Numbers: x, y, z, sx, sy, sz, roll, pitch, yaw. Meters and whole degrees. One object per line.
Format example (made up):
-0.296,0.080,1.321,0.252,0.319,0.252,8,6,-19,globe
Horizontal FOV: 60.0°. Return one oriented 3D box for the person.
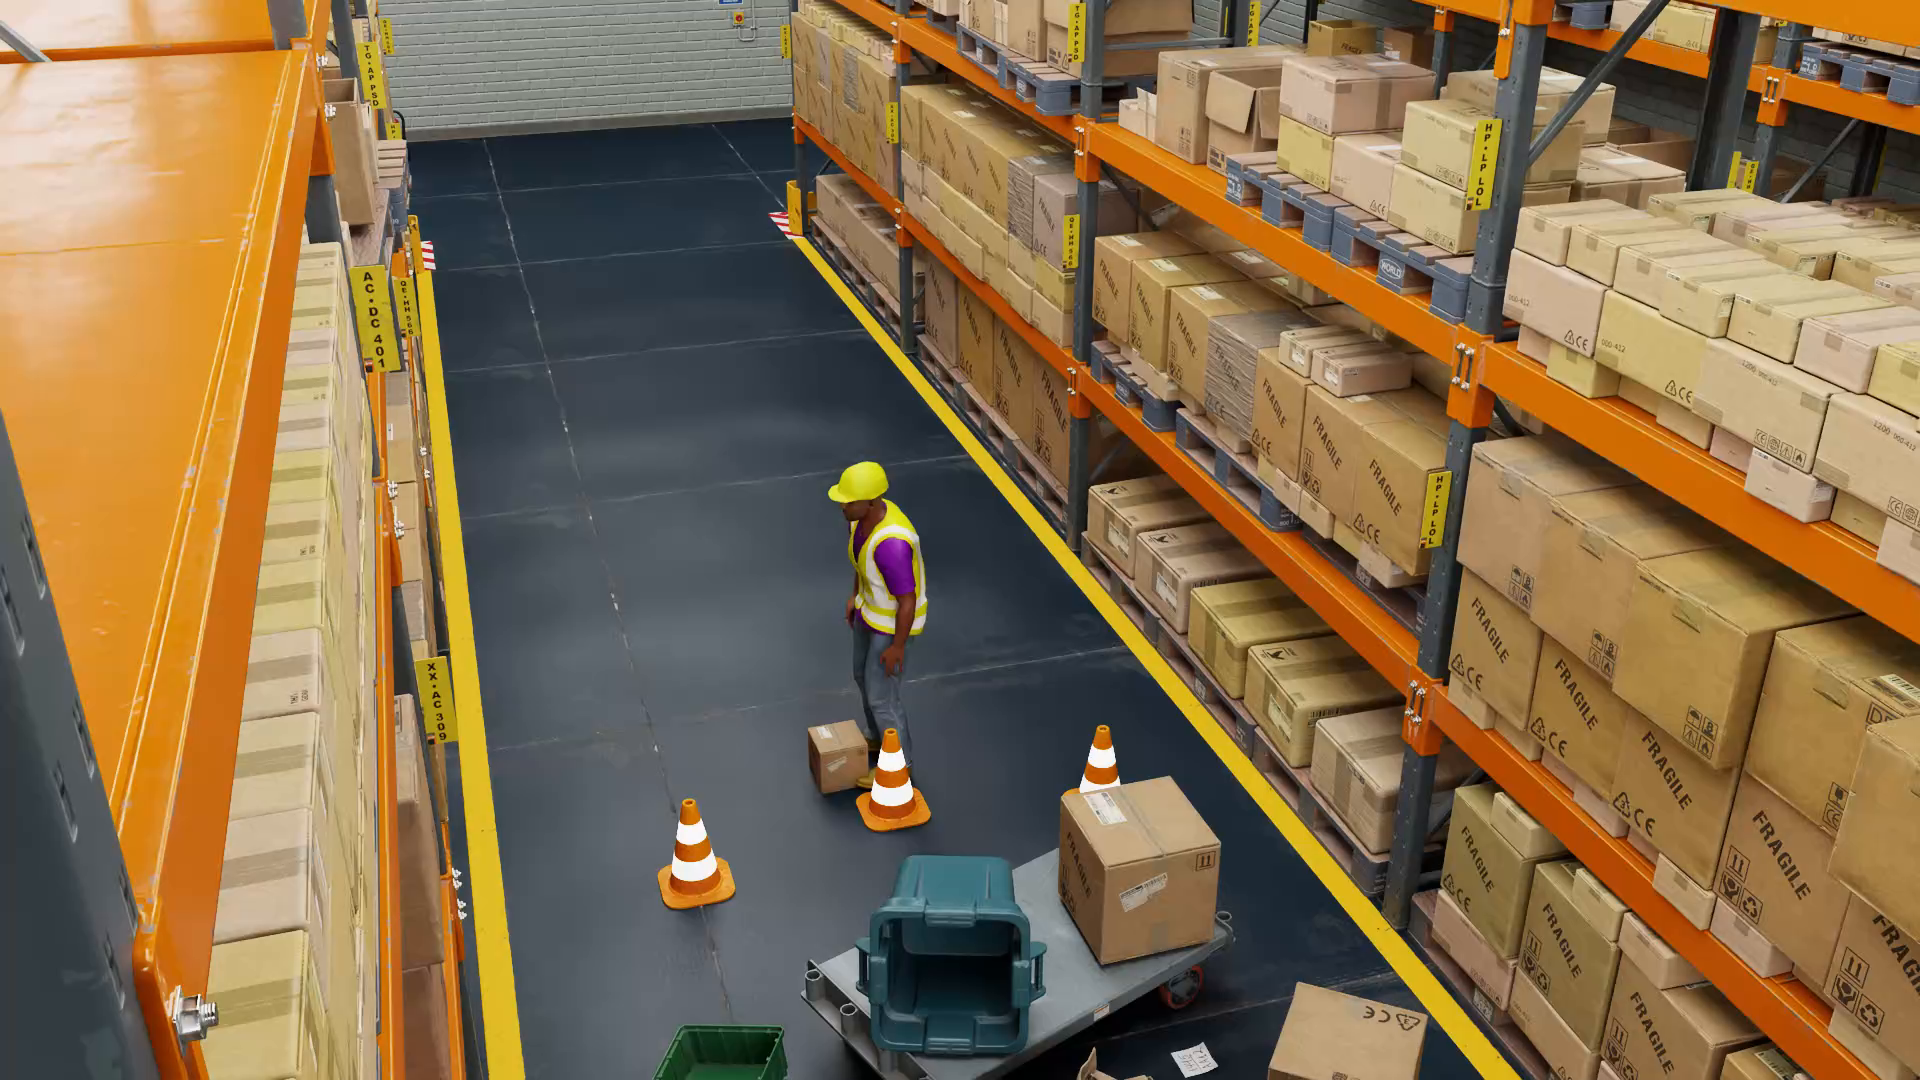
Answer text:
-0.412,0.407,8.270,0.461,1.755,0.633,-10,28,-19,person
